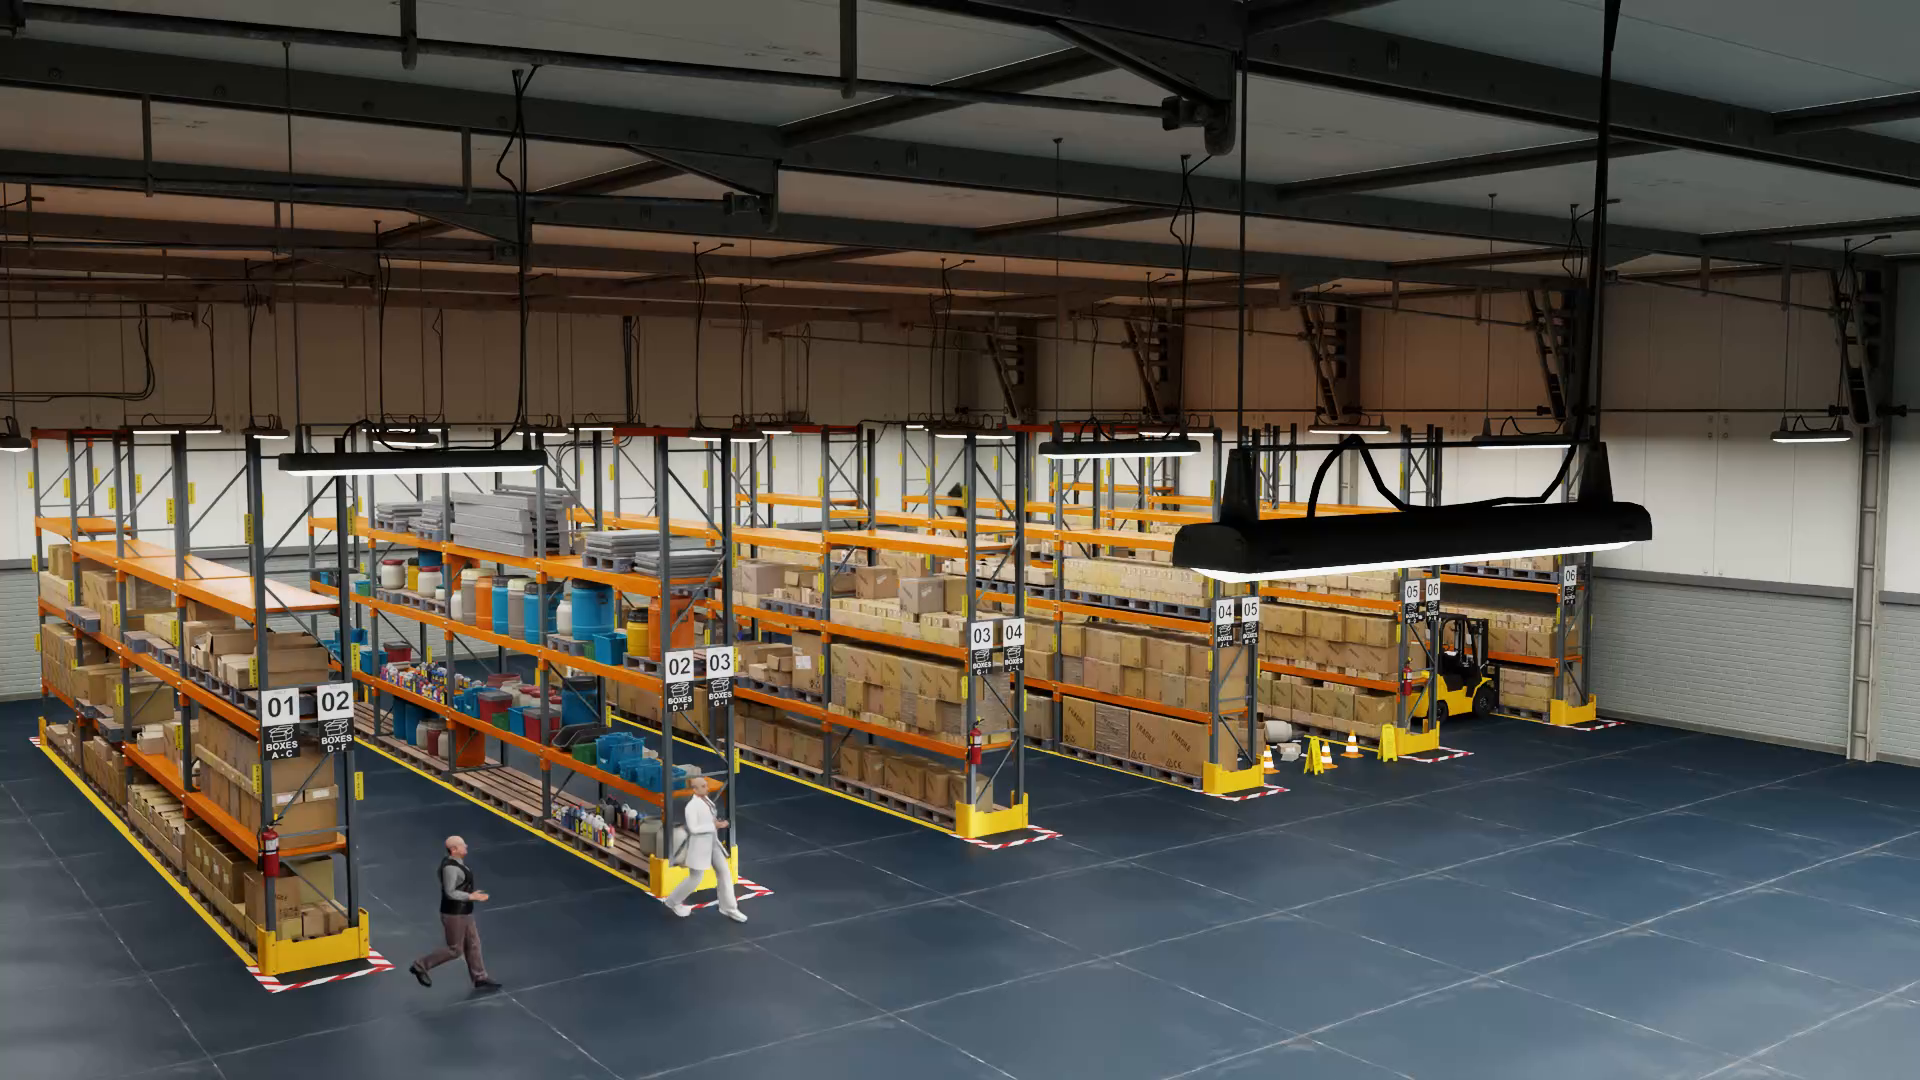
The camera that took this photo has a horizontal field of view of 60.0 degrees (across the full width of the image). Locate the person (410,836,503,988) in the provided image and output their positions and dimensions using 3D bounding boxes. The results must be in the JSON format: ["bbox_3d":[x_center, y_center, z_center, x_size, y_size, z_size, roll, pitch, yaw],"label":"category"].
[{"bbox_3d":[-5.469,4.049,18.014,0.954,1.717,0.677,-1,5,-10],"label":"person"}]

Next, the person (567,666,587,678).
[{"bbox_3d":[-7.523,2.960,32.819,0.514,1.631,0.653,-4,6,-39],"label":"person"}]

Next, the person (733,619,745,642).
[{"bbox_3d":[-5.051,2.592,37.474,0.574,1.619,0.497,-3,5,-33],"label":"person"}]

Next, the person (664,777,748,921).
[{"bbox_3d":[-3.157,3.823,20.628,1.042,1.790,0.732,2,5,20],"label":"person"}]
